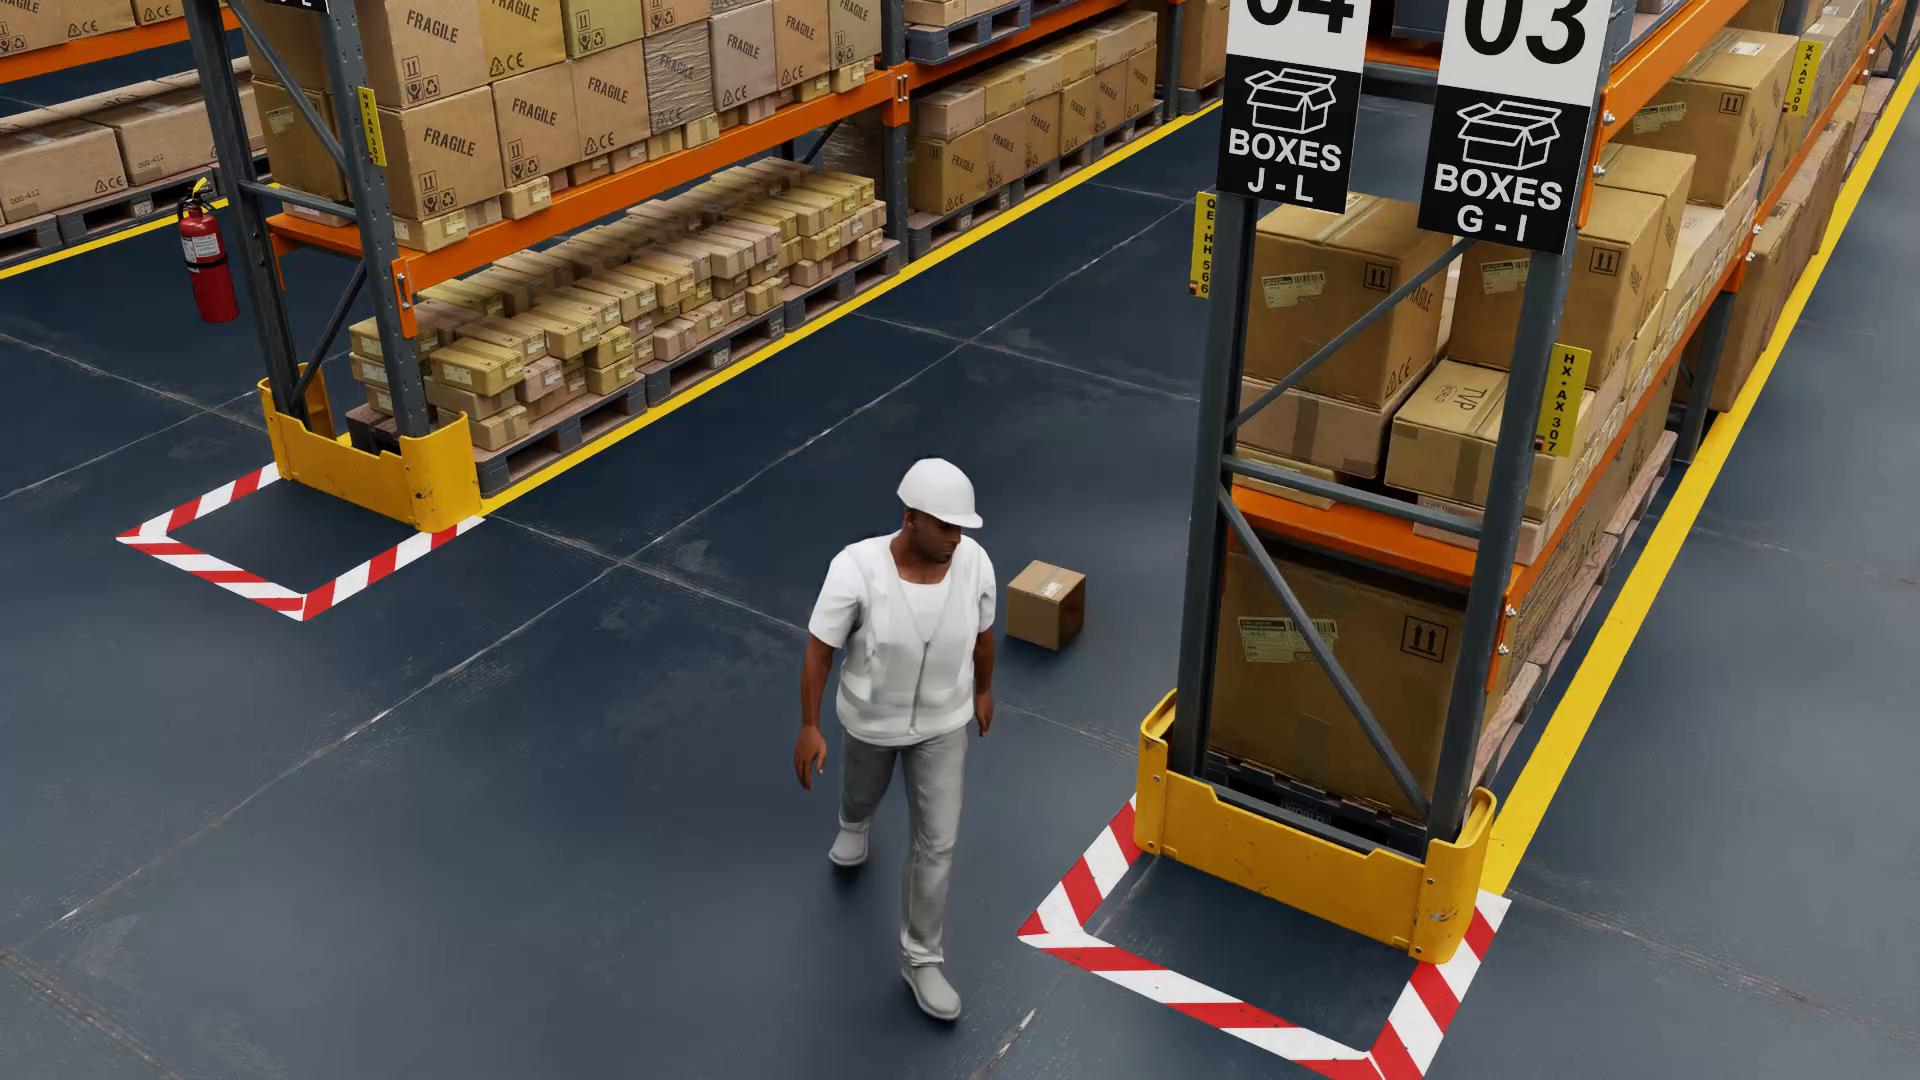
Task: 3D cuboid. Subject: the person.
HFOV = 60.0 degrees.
[{"bbox_3d":[-0.192,0.559,5.177,0.671,1.708,1.001,-5,31,-8],"label":"person"}]
